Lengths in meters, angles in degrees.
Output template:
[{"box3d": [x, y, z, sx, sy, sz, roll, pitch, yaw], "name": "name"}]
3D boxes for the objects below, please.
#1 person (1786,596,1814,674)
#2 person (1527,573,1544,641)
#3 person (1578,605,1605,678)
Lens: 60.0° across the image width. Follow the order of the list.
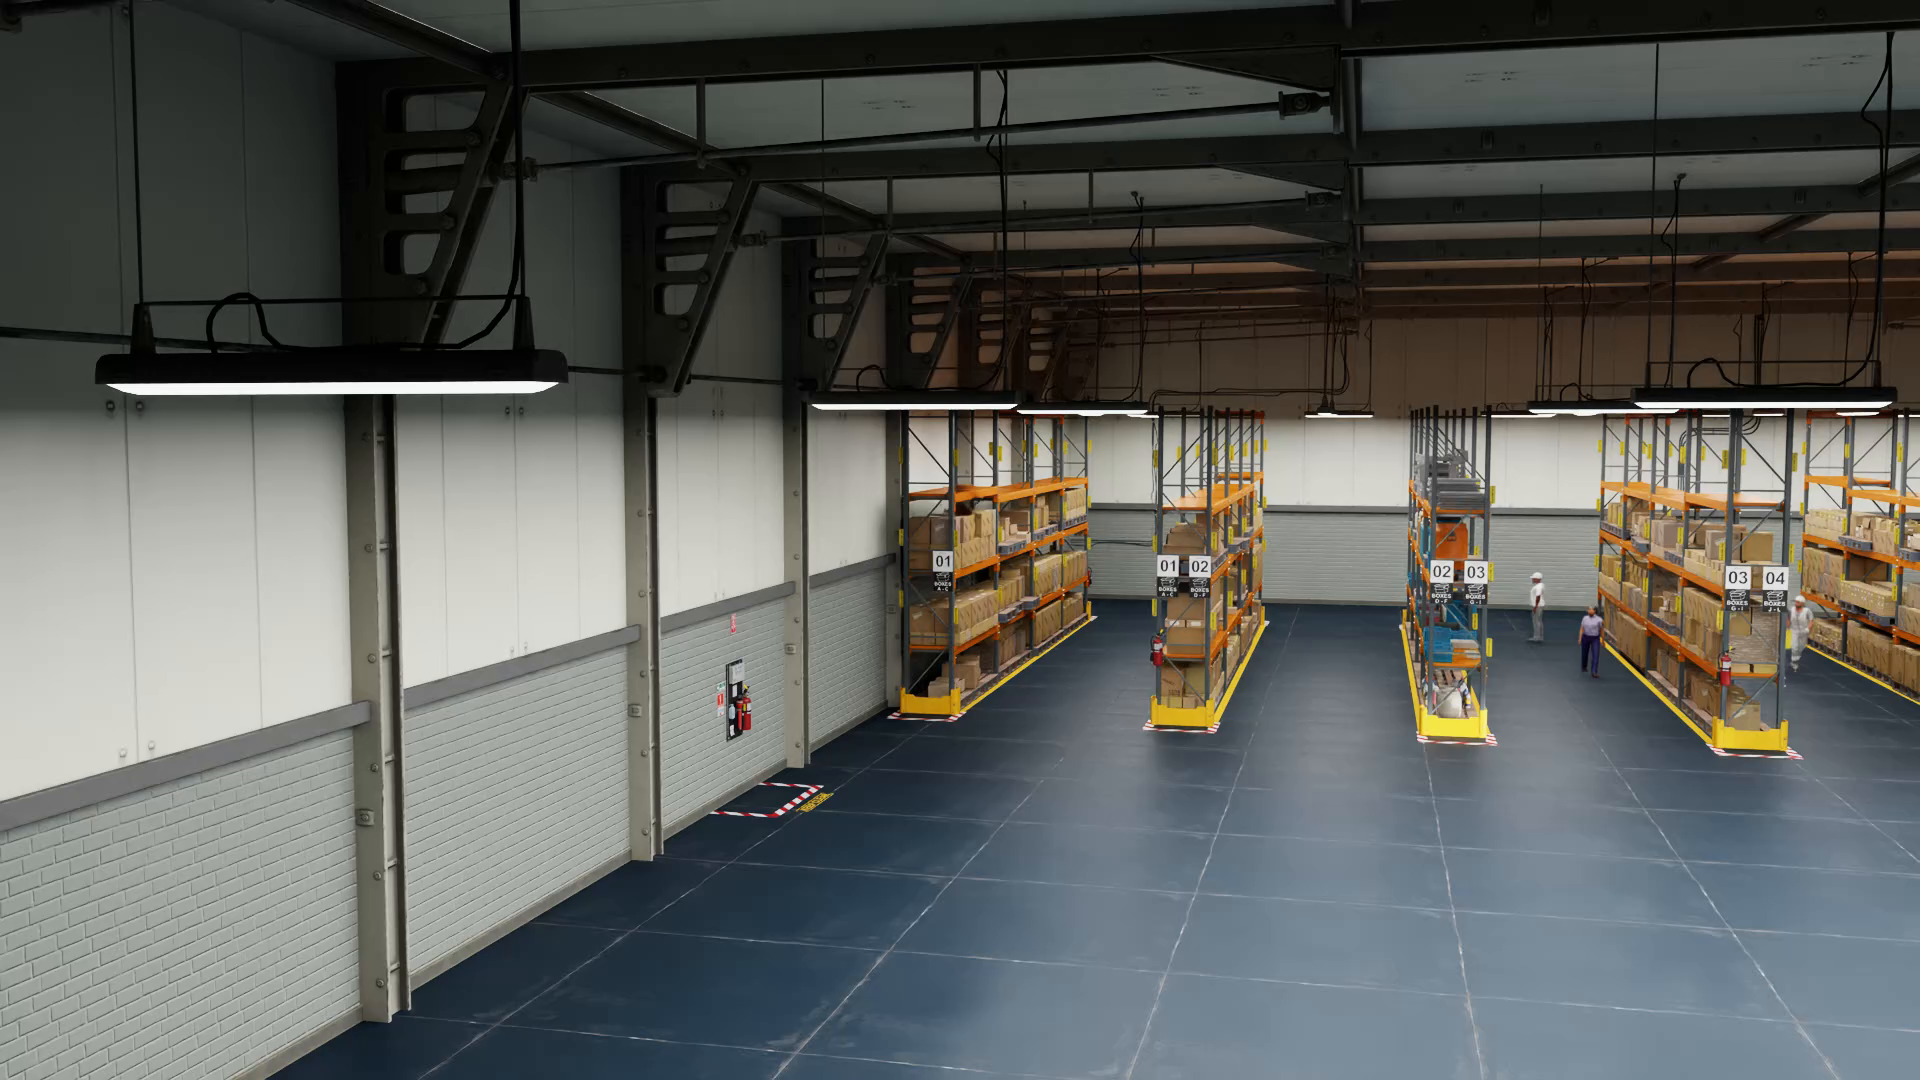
[{"box3d": [19.157, 2.166, 37.922, 0.499, 1.812, 0.880, 1, 4, 14], "name": "person"}, {"box3d": [14.957, 1.734, 43.192, 0.388, 1.776, 0.653, 2, 4, 23], "name": "person"}, {"box3d": [14.149, 2.251, 37.243, 0.575, 1.606, 0.929, 1, 4, 18], "name": "person"}]
